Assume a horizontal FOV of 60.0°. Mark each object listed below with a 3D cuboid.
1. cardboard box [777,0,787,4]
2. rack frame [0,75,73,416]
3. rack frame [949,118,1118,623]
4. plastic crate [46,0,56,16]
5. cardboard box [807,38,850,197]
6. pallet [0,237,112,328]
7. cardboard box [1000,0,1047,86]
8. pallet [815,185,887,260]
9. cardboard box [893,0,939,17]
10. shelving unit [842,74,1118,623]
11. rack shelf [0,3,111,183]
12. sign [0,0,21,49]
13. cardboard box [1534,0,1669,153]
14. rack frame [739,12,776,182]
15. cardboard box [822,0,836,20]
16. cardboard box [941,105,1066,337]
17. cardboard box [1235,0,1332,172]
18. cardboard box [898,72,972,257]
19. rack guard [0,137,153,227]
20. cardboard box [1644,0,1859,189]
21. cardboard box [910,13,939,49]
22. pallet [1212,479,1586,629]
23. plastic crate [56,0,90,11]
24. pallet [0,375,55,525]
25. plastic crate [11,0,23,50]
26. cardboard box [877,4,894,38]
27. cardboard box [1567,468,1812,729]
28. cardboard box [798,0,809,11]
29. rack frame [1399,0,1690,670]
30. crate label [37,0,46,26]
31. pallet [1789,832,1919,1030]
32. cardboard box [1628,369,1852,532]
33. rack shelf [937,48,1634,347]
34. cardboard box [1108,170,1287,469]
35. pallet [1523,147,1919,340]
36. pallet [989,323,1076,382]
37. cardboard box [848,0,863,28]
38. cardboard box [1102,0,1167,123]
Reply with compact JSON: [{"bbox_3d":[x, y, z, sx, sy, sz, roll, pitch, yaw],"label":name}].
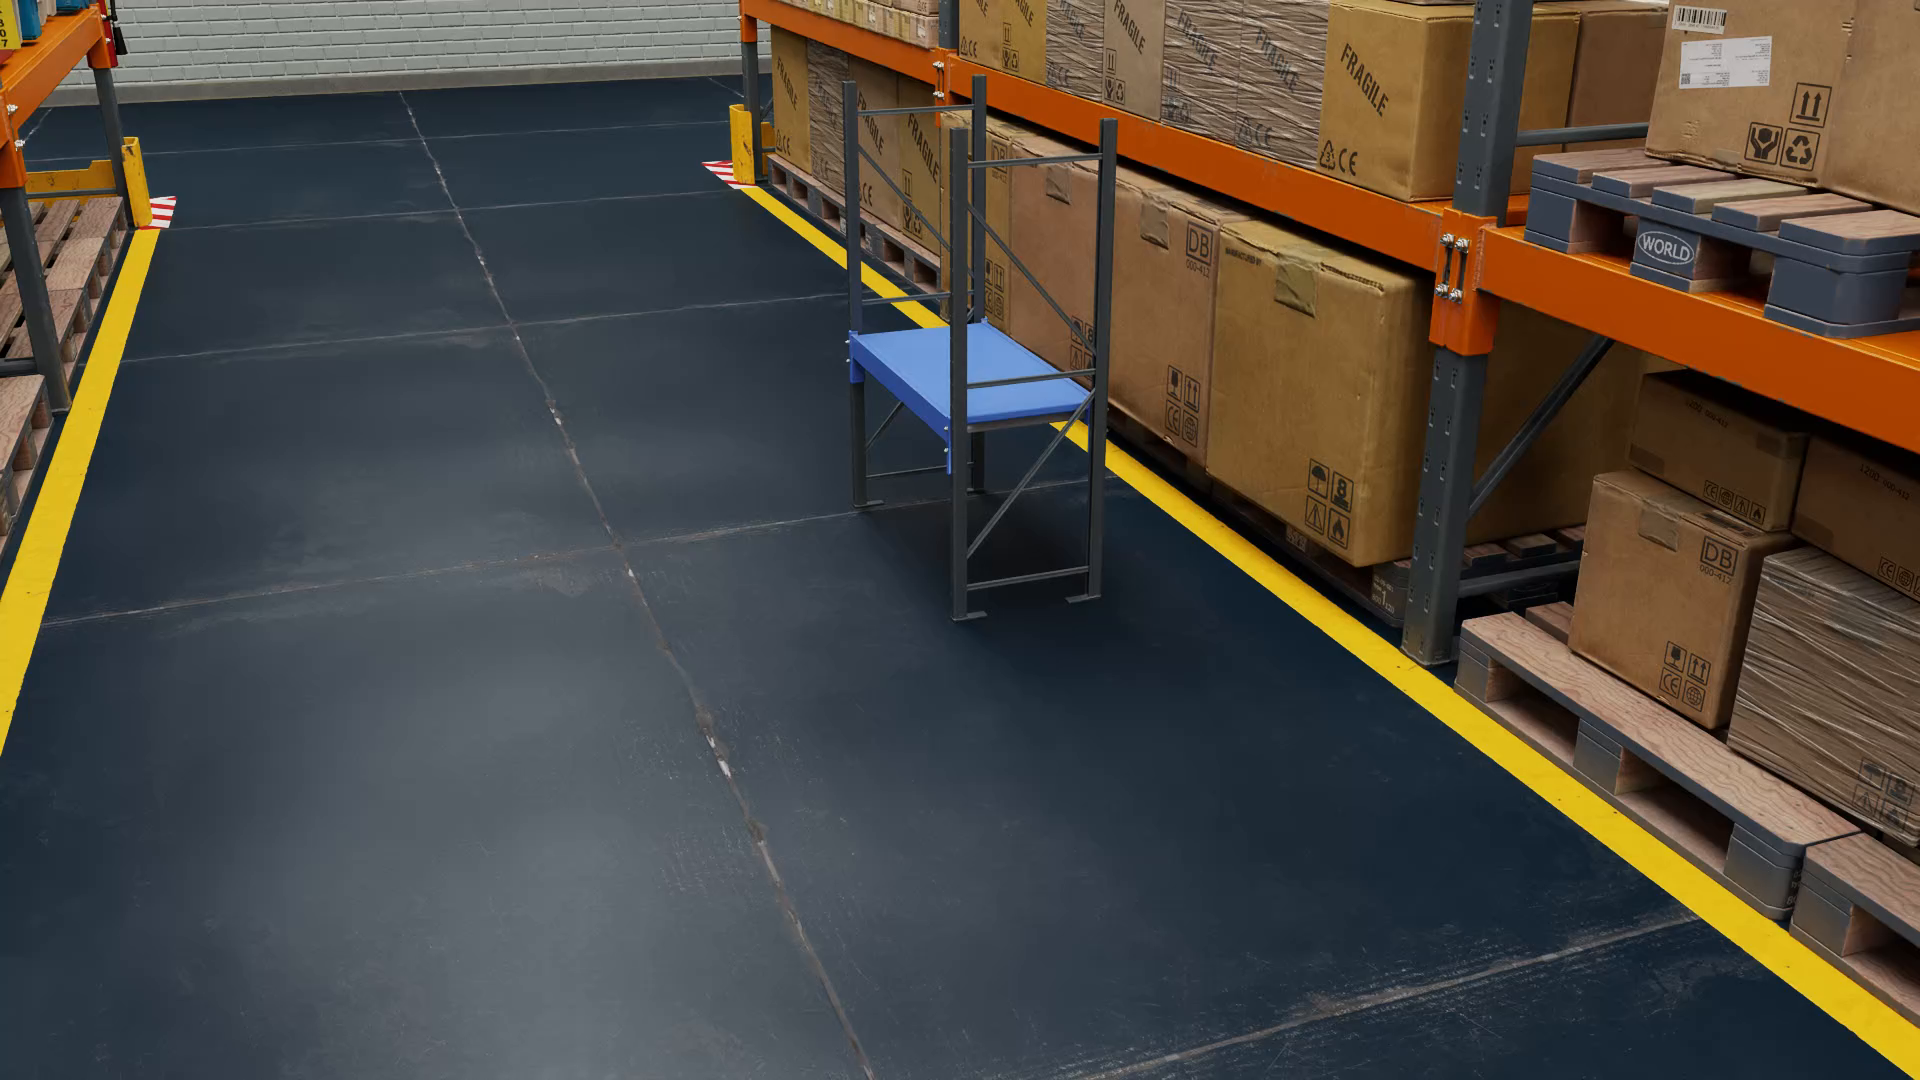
[{"bbox_3d":[-0.933,-3.431,10.352,0.380,0.149,0.250,-9,24,-20],"label":"cardboard box"},{"bbox_3d":[-4.246,-1.869,6.322,1.000,3.000,0.127,-8,24,-19],"label":"rack frame"},{"bbox_3d":[0.210,-0.475,4.947,0.500,1.500,0.032,-8,24,-19],"label":"rack frame"},{"bbox_3d":[-5.202,-2.957,9.166,0.396,0.136,0.243,-8,24,-19],"label":"plastic crate"},{"bbox_3d":[-0.403,-2.664,10.403,0.875,0.875,0.875,-8,24,-19],"label":"cardboard box"},{"bbox_3d":[-4.977,-1.290,8.538,1.003,0.211,1.213,-8,24,-19],"label":"pallet"},{"bbox_3d":[0.495,-2.210,7.004,0.500,0.500,0.500,-8,24,-19],"label":"cardboard box"},{"bbox_3d":[-0.243,-1.994,10.210,1.003,0.211,1.213,-8,24,-19],"label":"pallet"},{"bbox_3d":[-0.014,-2.741,8.201,0.500,0.250,0.500,-9,24,-20],"label":"cardboard box"},{"bbox_3d":[0.030,-0.660,5.385,0.538,1.500,1.048,-8,24,-19],"label":"shelving unit"},{"bbox_3d":[-4.953,-2.264,8.186,1.077,0.370,4.000,-8,24,-19],"label":"rack shelf"},{"bbox_3d":[-3.731,-2.071,6.446,0.100,0.325,0.005,-8,24,-19],"label":"sign"},{"bbox_3d":[1.883,-1.355,4.974,0.500,0.500,0.500,-8,24,-17],"label":"cardboard box"},{"bbox_3d":[-1.026,-4.002,11.383,1.000,3.000,0.127,-8,24,-19],"label":"rack frame"},{"bbox_3d":[-0.570,-3.058,9.467,0.380,0.149,0.250,-8,24,-18],"label":"cardboard box"},{"bbox_3d":[0.632,-1.533,7.720,1.225,0.875,0.875,-8,24,-19],"label":"cardboard box"},{"bbox_3d":[1.224,-1.468,5.243,0.500,0.500,0.500,-9,24,-19],"label":"cardboard box"},{"bbox_3d":[0.229,-2.014,8.860,0.875,0.875,0.875,-8,24,-19],"label":"cardboard box"},{"bbox_3d":[-5.680,-2.177,10.272,1.175,0.500,0.348,-8,24,-19],"label":"rack guard"},{"bbox_3d":[2.029,-1.144,3.932,0.500,0.500,0.500,-12,25,-25],"label":"cardboard box"},{"bbox_3d":[-0.027,-2.498,8.139,0.380,0.149,0.250,-8,24,-19],"label":"cardboard box"},{"bbox_3d":[1.593,-0.107,5.732,1.003,0.211,1.213,-8,24,-19],"label":"pallet"},{"bbox_3d":[-5.366,-3.270,9.524,0.616,0.435,0.499,-8,24,-19],"label":"plastic crate"},{"bbox_3d":[-4.013,-0.298,6.185,1.003,0.211,1.213,-8,24,-19],"label":"pallet"},{"bbox_3d":[-4.613,-2.422,7.710,0.437,0.282,0.530,-8,24,-19],"label":"plastic crate"},{"bbox_3d":[-0.208,-2.685,8.582,0.380,0.149,0.250,-9,24,-20],"label":"cardboard box"},{"bbox_3d":[2.056,0.095,4.315,0.700,0.500,0.500,-10,25,-22],"label":"cardboard box"},{"bbox_3d":[-0.752,-3.245,9.910,0.380,0.149,0.250,-9,24,-20],"label":"cardboard box"},{"bbox_3d":[1.801,-1.095,4.486,1.000,3.000,0.127,-8,24,-19],"label":"rack frame"},{"bbox_3d":[-4.992,-2.752,8.679,0.396,0.136,0.243,-8,24,-19],"label":"crate label"},{"bbox_3d":[2.502,0.917,3.303,1.003,0.211,1.213,-8,24,-19],"label":"pallet"},{"bbox_3d":[2.065,-0.252,4.172,0.500,0.250,0.500,-7,24,-17],"label":"cardboard box"},{"bbox_3d":[1.094,-1.490,6.350,1.077,0.370,4.000,-8,24,-19],"label":"rack shelf"},{"bbox_3d":[1.269,-0.888,6.190,1.225,0.875,0.875,-8,24,-19],"label":"cardboard box"},{"bbox_3d":[2.152,-0.762,3.943,1.213,0.211,1.003,-8,24,-19],"label":"pallet"},{"bbox_3d":[0.731,-0.993,7.835,1.003,0.211,1.213,-8,24,-19],"label":"pallet"},{"bbox_3d":[-0.391,-2.872,9.026,0.380,0.149,0.250,-8,24,-18],"label":"cardboard box"},{"bbox_3d":[0.858,-1.842,6.128,0.500,0.500,0.500,-8,24,-18],"label":"cardboard box"}]
